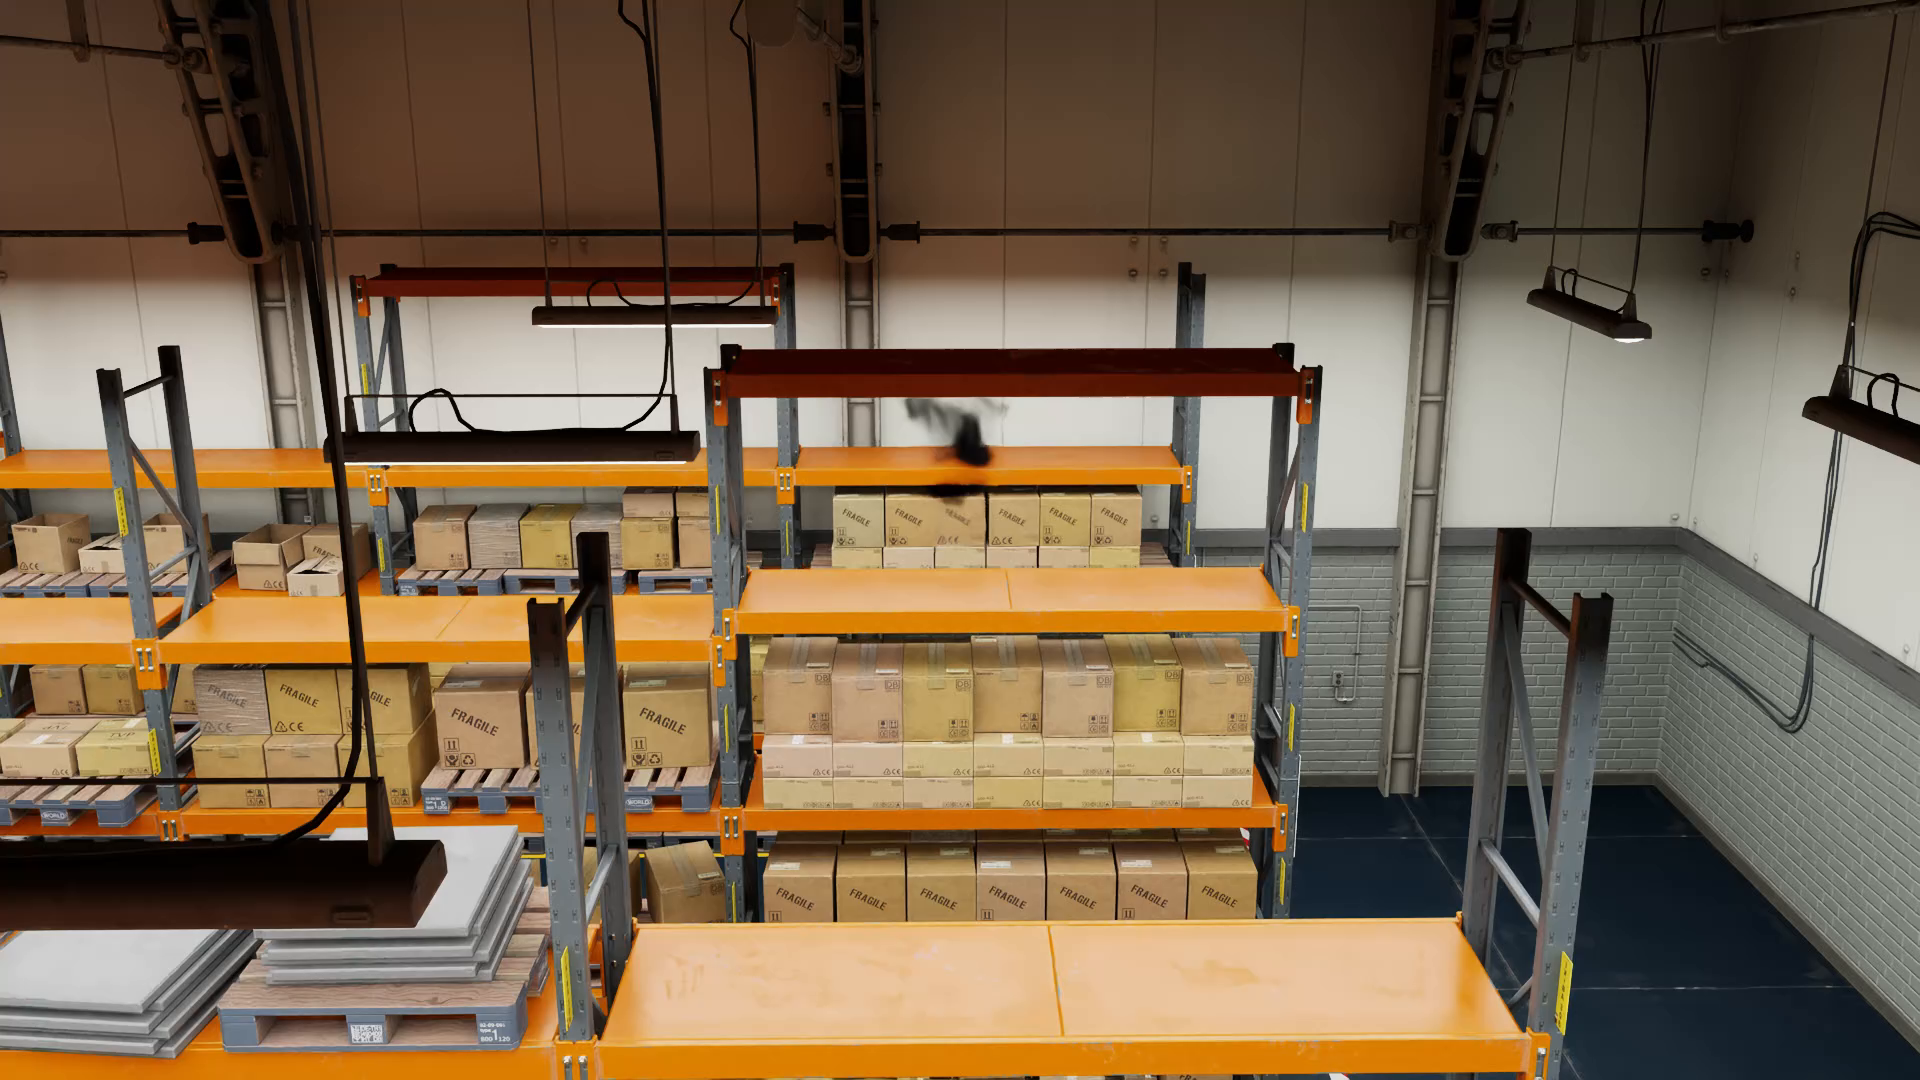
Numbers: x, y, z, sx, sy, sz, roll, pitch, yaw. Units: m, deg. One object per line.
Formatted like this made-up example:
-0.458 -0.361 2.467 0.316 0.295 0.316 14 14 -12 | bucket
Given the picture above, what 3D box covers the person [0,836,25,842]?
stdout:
-8.092 3.244 14.389 0.882 1.714 0.579 0 16 0 | person
